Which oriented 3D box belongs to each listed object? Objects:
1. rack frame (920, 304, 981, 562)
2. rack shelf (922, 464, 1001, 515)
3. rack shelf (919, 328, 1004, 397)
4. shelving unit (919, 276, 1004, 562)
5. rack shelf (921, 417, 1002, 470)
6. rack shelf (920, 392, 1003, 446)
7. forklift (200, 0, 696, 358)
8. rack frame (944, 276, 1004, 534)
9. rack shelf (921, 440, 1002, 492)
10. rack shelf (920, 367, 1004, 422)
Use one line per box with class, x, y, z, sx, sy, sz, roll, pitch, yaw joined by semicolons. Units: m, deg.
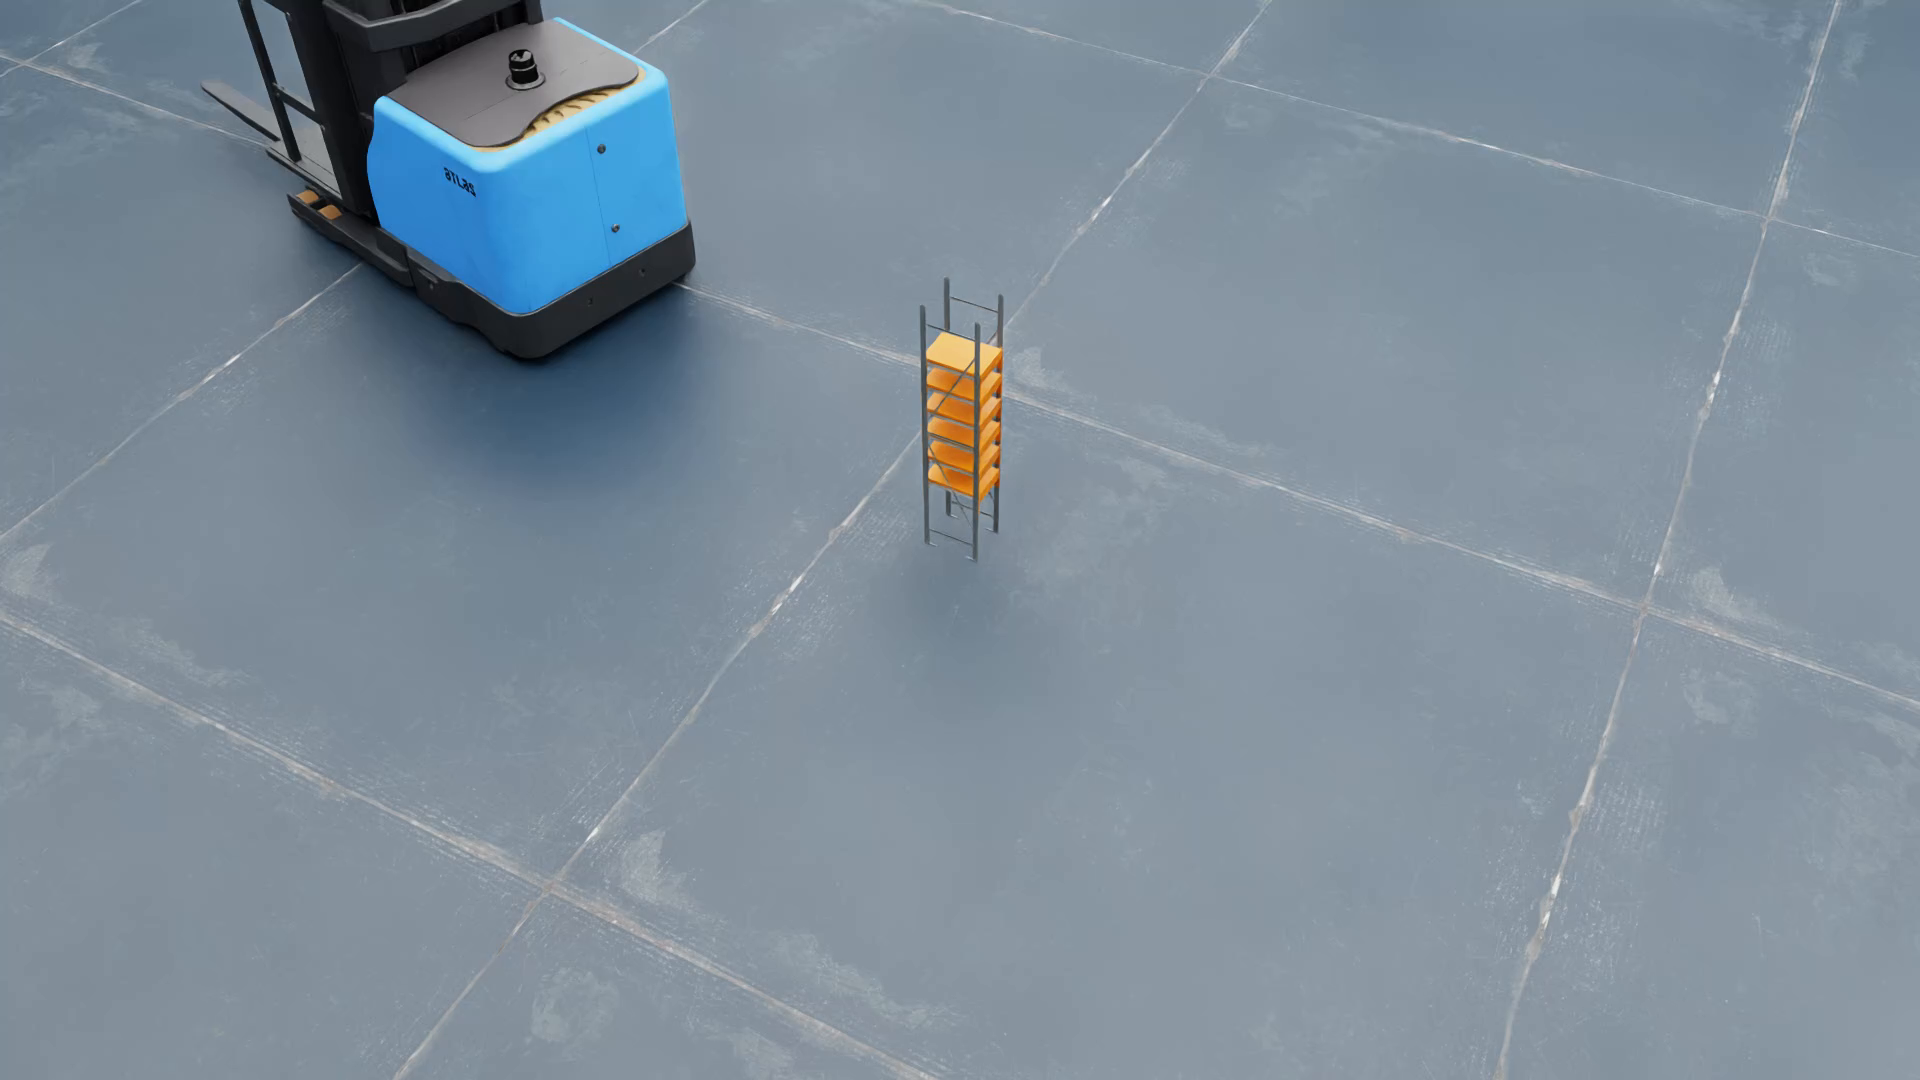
rack frame;-0.036;-0.373;6.275;0.240;1.200;0.006;20;49;19
rack shelf;0.007;-0.231;6.535;0.258;0.103;0.180;20;49;19
rack shelf;0.007;-0.653;6.108;0.258;0.103;0.180;20;49;19
shelving unit;0.007;-0.431;6.332;0.258;1.200;0.189;20;49;19
rack shelf;0.007;-0.400;6.364;0.258;0.103;0.180;20;49;19
rack shelf;0.007;-0.484;6.279;0.258;0.103;0.180;20;49;19
forklift;-2.695;-2.760;7.417;3.031;2.935;1.130;33;54;28
rack frame;0.049;-0.489;6.389;0.240;1.200;0.006;20;49;19
rack shelf;0.007;-0.315;6.449;0.258;0.103;0.180;20;49;19
rack shelf;0.007;-0.568;6.193;0.258;0.103;0.180;20;49;19
